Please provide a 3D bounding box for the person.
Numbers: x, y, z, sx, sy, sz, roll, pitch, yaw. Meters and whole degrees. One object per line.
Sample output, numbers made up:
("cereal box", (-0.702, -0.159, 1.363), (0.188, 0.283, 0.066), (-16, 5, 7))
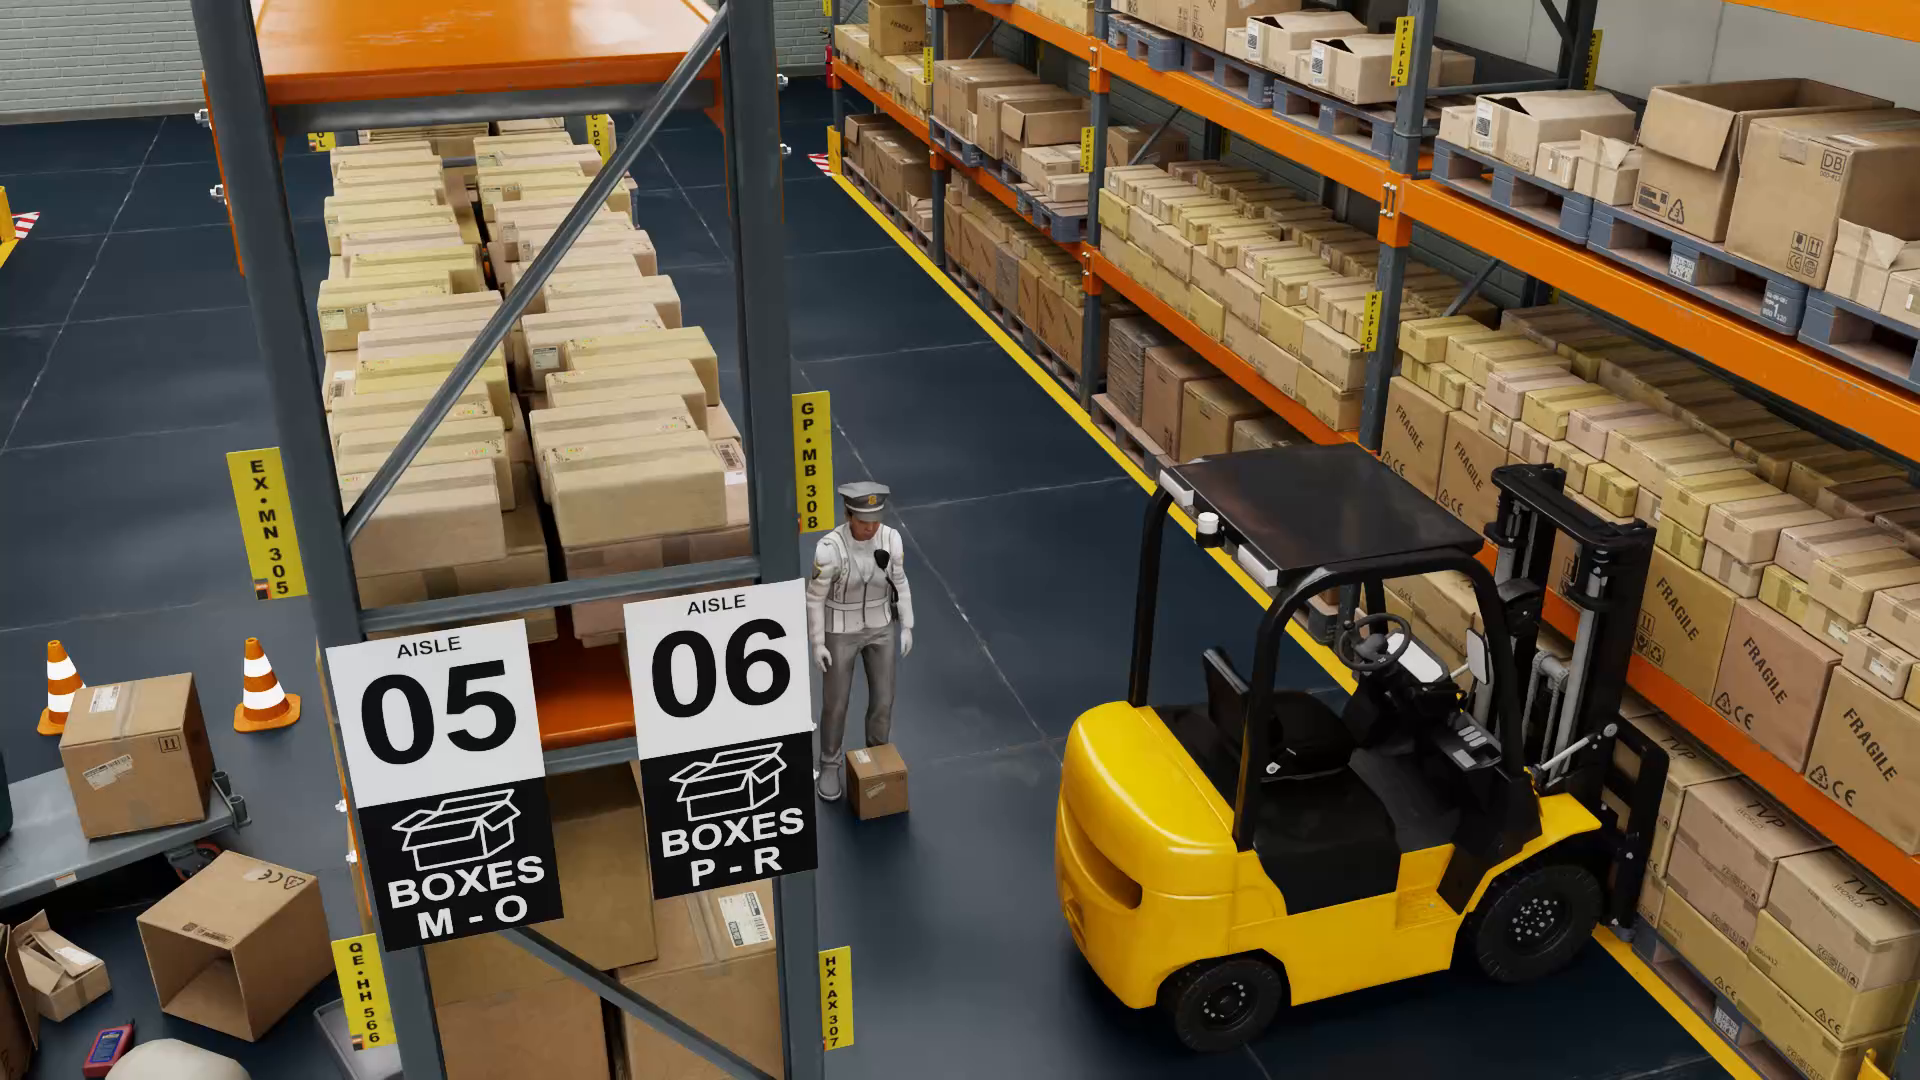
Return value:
("person", (-0.481, 0.475, 8.154), (0.545, 1.667, 0.407), (-10, 28, -18))
